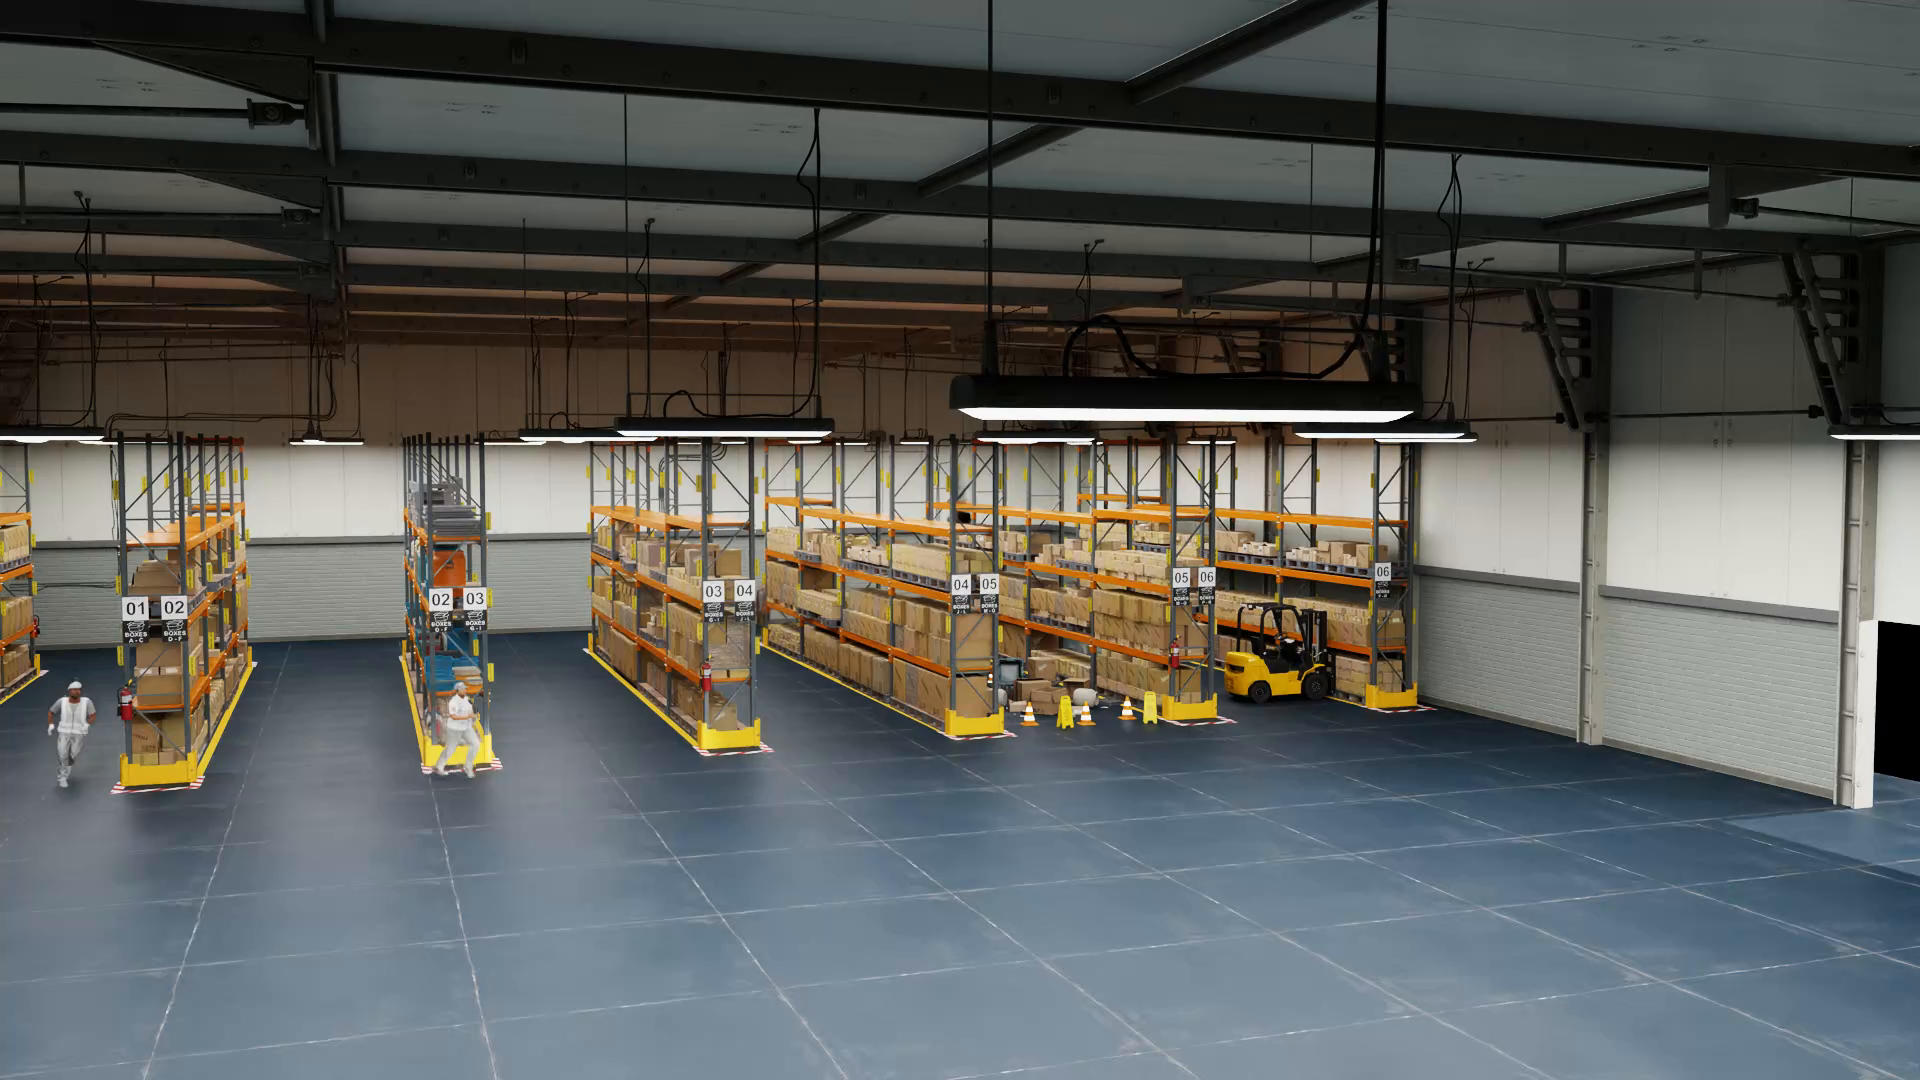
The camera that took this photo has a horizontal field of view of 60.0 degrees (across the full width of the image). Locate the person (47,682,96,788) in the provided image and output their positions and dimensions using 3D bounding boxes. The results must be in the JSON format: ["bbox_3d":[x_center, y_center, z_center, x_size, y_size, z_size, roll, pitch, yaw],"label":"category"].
[{"bbox_3d":[-15.168,3.299,28.404,0.732,1.767,0.781,-2,4,-30],"label":"person"}]

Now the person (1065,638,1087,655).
[{"bbox_3d":[3.136,2.331,45.418,0.672,1.829,0.900,-1,3,-20],"label":"person"}]

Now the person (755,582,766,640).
[{"bbox_3d":[-5.884,2.106,49.762,0.710,1.736,0.642,1,3,25],"label":"person"}]

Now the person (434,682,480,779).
[{"bbox_3d":[-8.679,3.302,28.814,0.862,1.700,0.614,1,3,24],"label":"person"}]
